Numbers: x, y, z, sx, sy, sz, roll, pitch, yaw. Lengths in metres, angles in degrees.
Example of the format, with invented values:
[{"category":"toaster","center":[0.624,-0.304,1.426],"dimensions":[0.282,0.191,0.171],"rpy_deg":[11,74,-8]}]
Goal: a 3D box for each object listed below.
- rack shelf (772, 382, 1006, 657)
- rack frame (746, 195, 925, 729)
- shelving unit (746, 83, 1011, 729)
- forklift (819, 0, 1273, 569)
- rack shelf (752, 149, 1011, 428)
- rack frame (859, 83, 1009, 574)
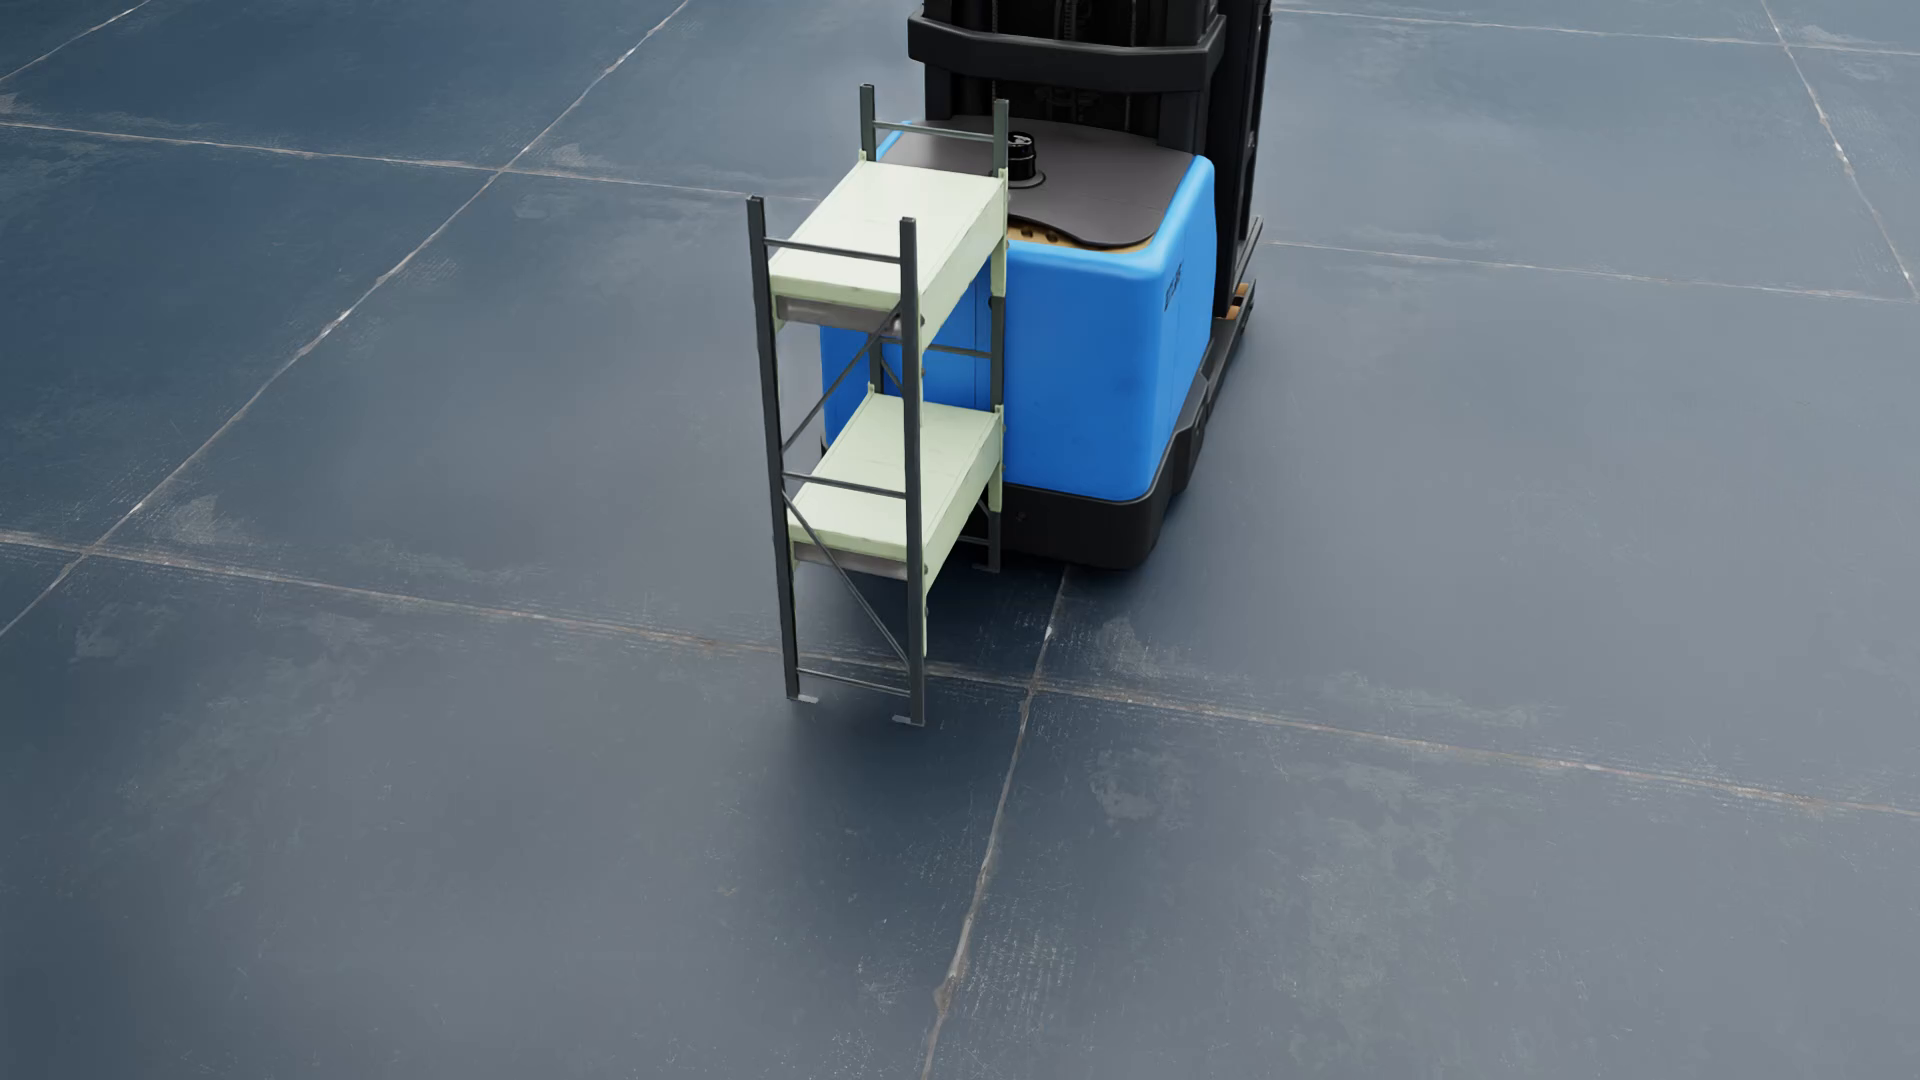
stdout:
[{"category":"rack shelf","center":[-0.179,-0.075,4.631],"dimensions":[0.431,0.370,0.720],"rpy_deg":[11,37,14]},{"category":"rack frame","center":[-0.290,-0.134,4.157],"dimensions":[0.400,1.500,0.023],"rpy_deg":[11,37,14]},{"category":"shelving unit","center":[-0.179,-0.339,4.440],"dimensions":[0.431,1.500,0.755],"rpy_deg":[11,37,14]},{"category":"forklift","center":[0.500,-1.964,5.462],"dimensions":[1.130,2.935,3.031],"rpy_deg":[11,37,14]},{"category":"rack shelf","center":[-0.179,-0.655,4.211],"dimensions":[0.431,0.370,0.720],"rpy_deg":[11,37,14]},{"category":"rack frame","center":[-0.068,-0.544,4.722],"dimensions":[0.400,1.500,0.023],"rpy_deg":[11,37,14]}]
